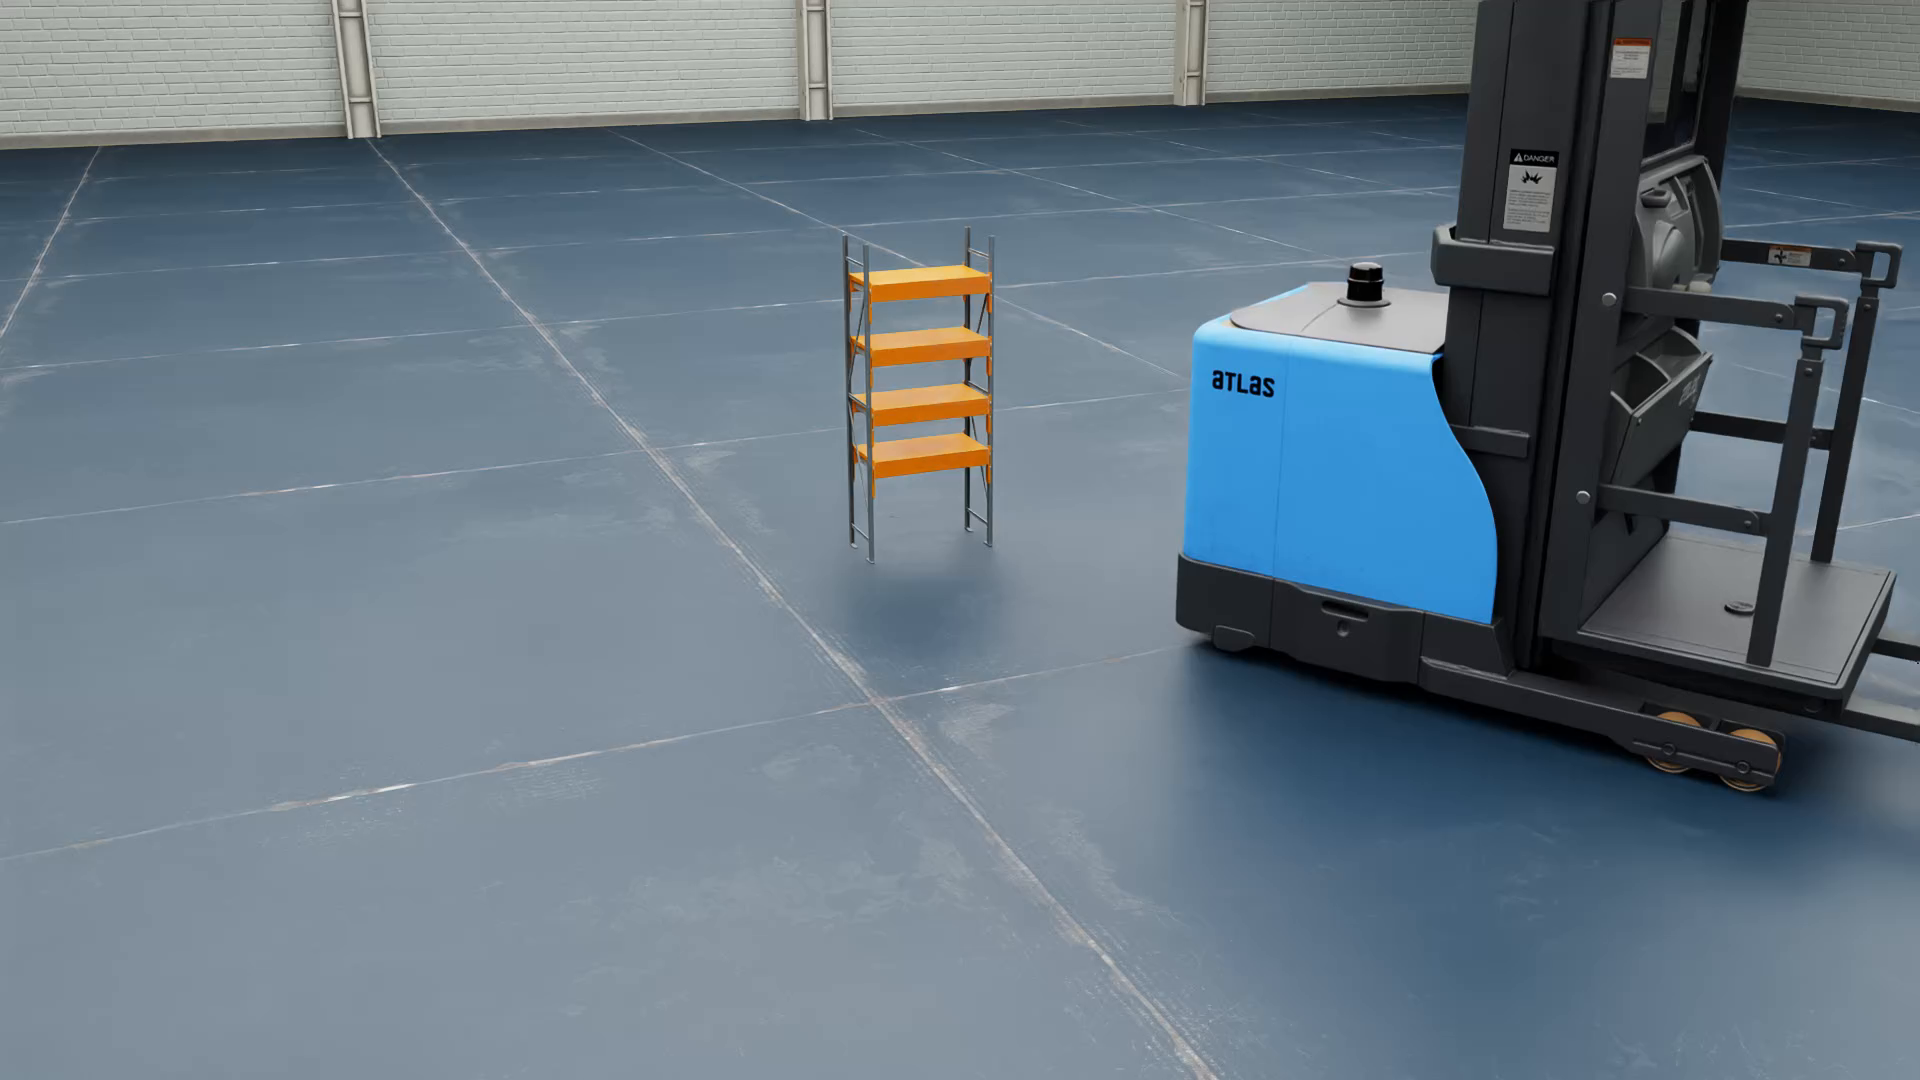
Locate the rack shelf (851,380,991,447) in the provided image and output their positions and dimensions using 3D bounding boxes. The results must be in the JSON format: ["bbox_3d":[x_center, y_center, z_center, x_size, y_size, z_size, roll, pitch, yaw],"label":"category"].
[{"bbox_3d":[-0.152,-0.481,6.283,0.480,0.148,0.258,-8,21,-22],"label":"rack shelf"}]

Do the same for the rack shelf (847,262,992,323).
[{"bbox_3d":[-0.152,-0.915,6.130,0.480,0.148,0.258,-8,21,-22],"label":"rack shelf"}]

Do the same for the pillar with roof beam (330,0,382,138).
[{"bbox_3d":[-5.812,-8.019,15.747,0.400,9.000,9.100,-8,21,-22],"label":"pillar with roof beam"}]

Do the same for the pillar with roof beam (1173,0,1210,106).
[{"bbox_3d":[5.207,-9.598,20.231,0.400,9.000,9.100,-8,21,-22],"label":"pillar with roof beam"}]

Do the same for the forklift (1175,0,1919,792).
[{"bbox_3d":[2.219,-0.893,4.645,3.031,2.935,1.130,13,23,33],"label":"forklift"}]

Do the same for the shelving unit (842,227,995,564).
[{"bbox_3d":[-0.152,-0.544,6.261,0.503,1.200,0.258,-8,21,-22],"label":"shelving unit"}]

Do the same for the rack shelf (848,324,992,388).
[{"bbox_3d":[-0.152,-0.692,6.209,0.480,0.148,0.258,-8,21,-22],"label":"rack shelf"}]

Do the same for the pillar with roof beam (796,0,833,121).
[{"bbox_3d":[-0.303,-8.808,17.989,0.400,9.000,9.100,-8,21,-22],"label":"pillar with roof beam"}]

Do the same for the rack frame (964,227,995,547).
[{"bbox_3d":[0.072,-0.576,6.352,0.015,1.200,0.240,-8,21,-22],"label":"rack frame"}]

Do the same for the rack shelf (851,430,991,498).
[{"bbox_3d":[-0.152,-0.293,6.349,0.480,0.148,0.258,-8,21,-22],"label":"rack shelf"}]

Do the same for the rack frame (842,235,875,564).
[{"bbox_3d":[-0.376,-0.512,6.170,0.015,1.200,0.240,-8,21,-22],"label":"rack frame"}]
